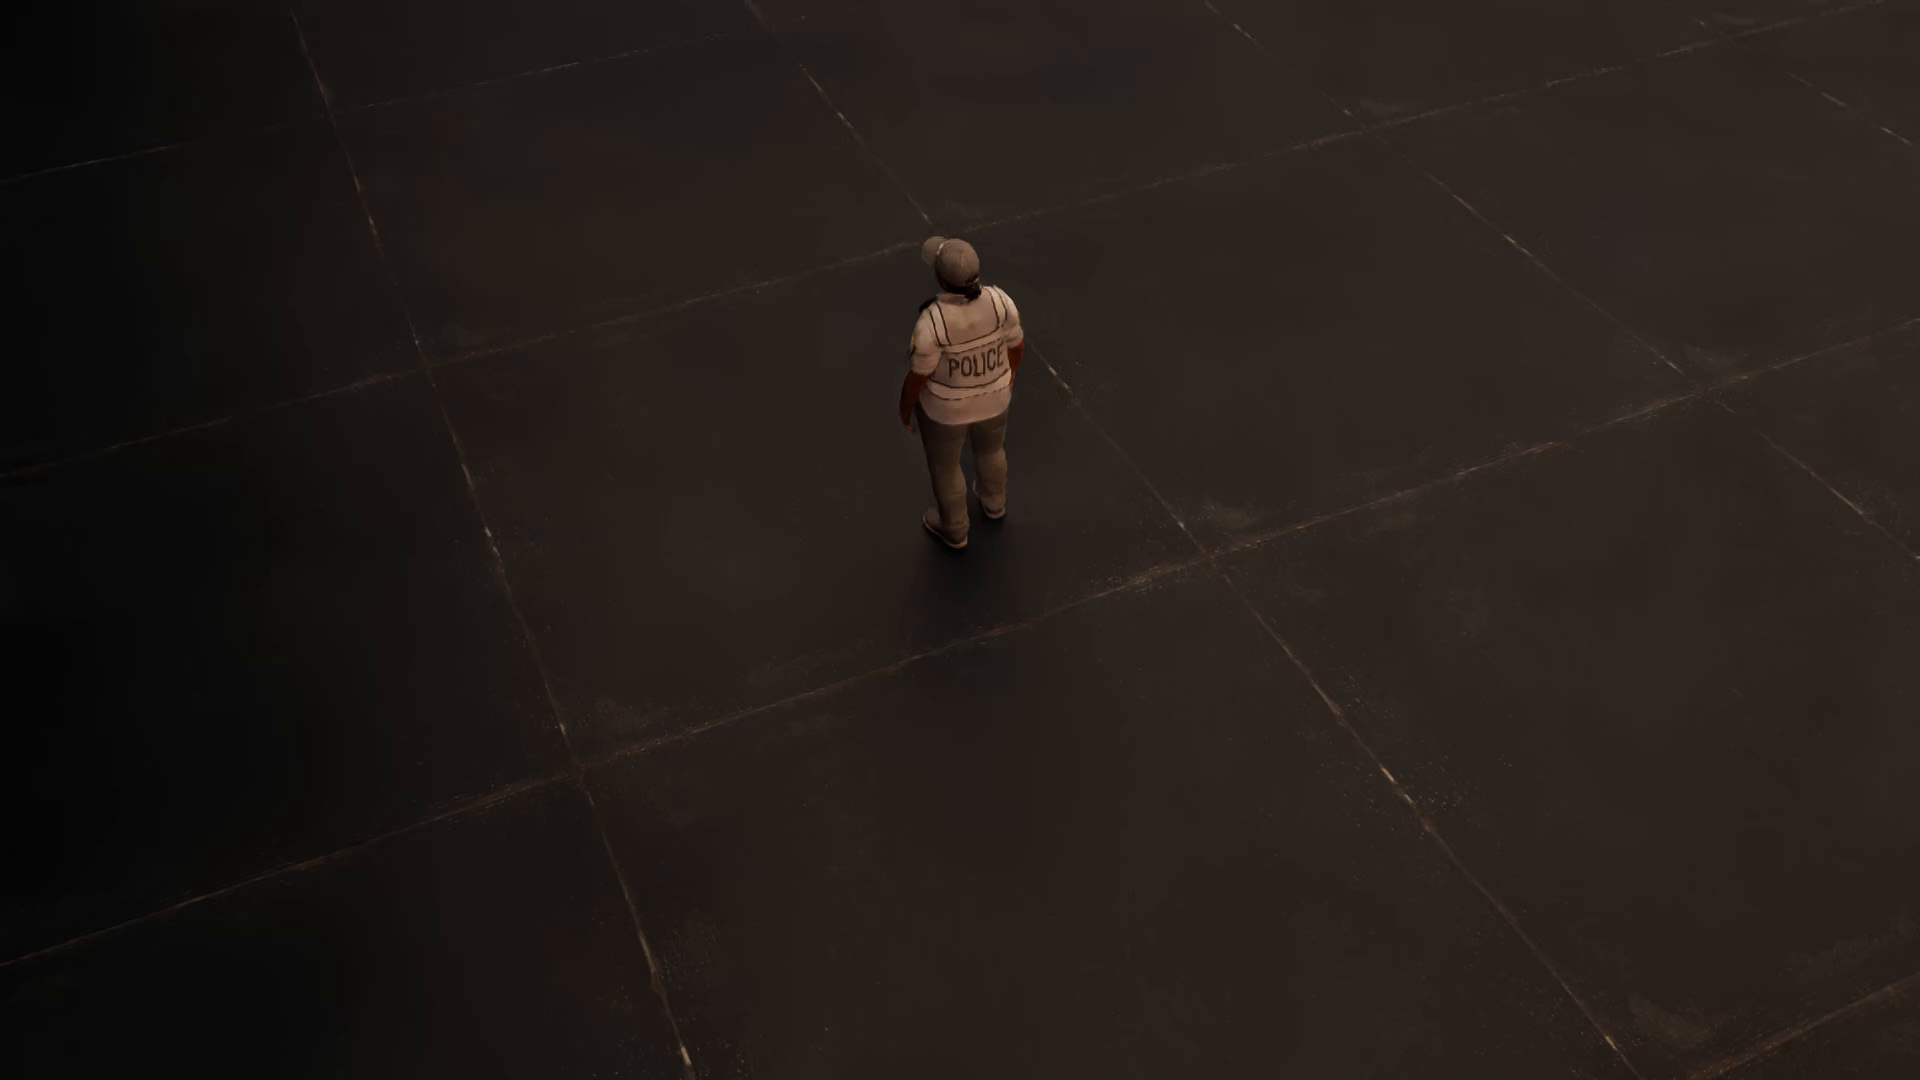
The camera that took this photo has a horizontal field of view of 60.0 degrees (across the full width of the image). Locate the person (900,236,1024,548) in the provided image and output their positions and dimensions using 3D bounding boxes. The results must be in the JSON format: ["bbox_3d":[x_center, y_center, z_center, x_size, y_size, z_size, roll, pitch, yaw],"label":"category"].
[{"bbox_3d":[-0.012,-0.668,7.313,0.598,1.669,0.529,-18,46,-18],"label":"person"}]
